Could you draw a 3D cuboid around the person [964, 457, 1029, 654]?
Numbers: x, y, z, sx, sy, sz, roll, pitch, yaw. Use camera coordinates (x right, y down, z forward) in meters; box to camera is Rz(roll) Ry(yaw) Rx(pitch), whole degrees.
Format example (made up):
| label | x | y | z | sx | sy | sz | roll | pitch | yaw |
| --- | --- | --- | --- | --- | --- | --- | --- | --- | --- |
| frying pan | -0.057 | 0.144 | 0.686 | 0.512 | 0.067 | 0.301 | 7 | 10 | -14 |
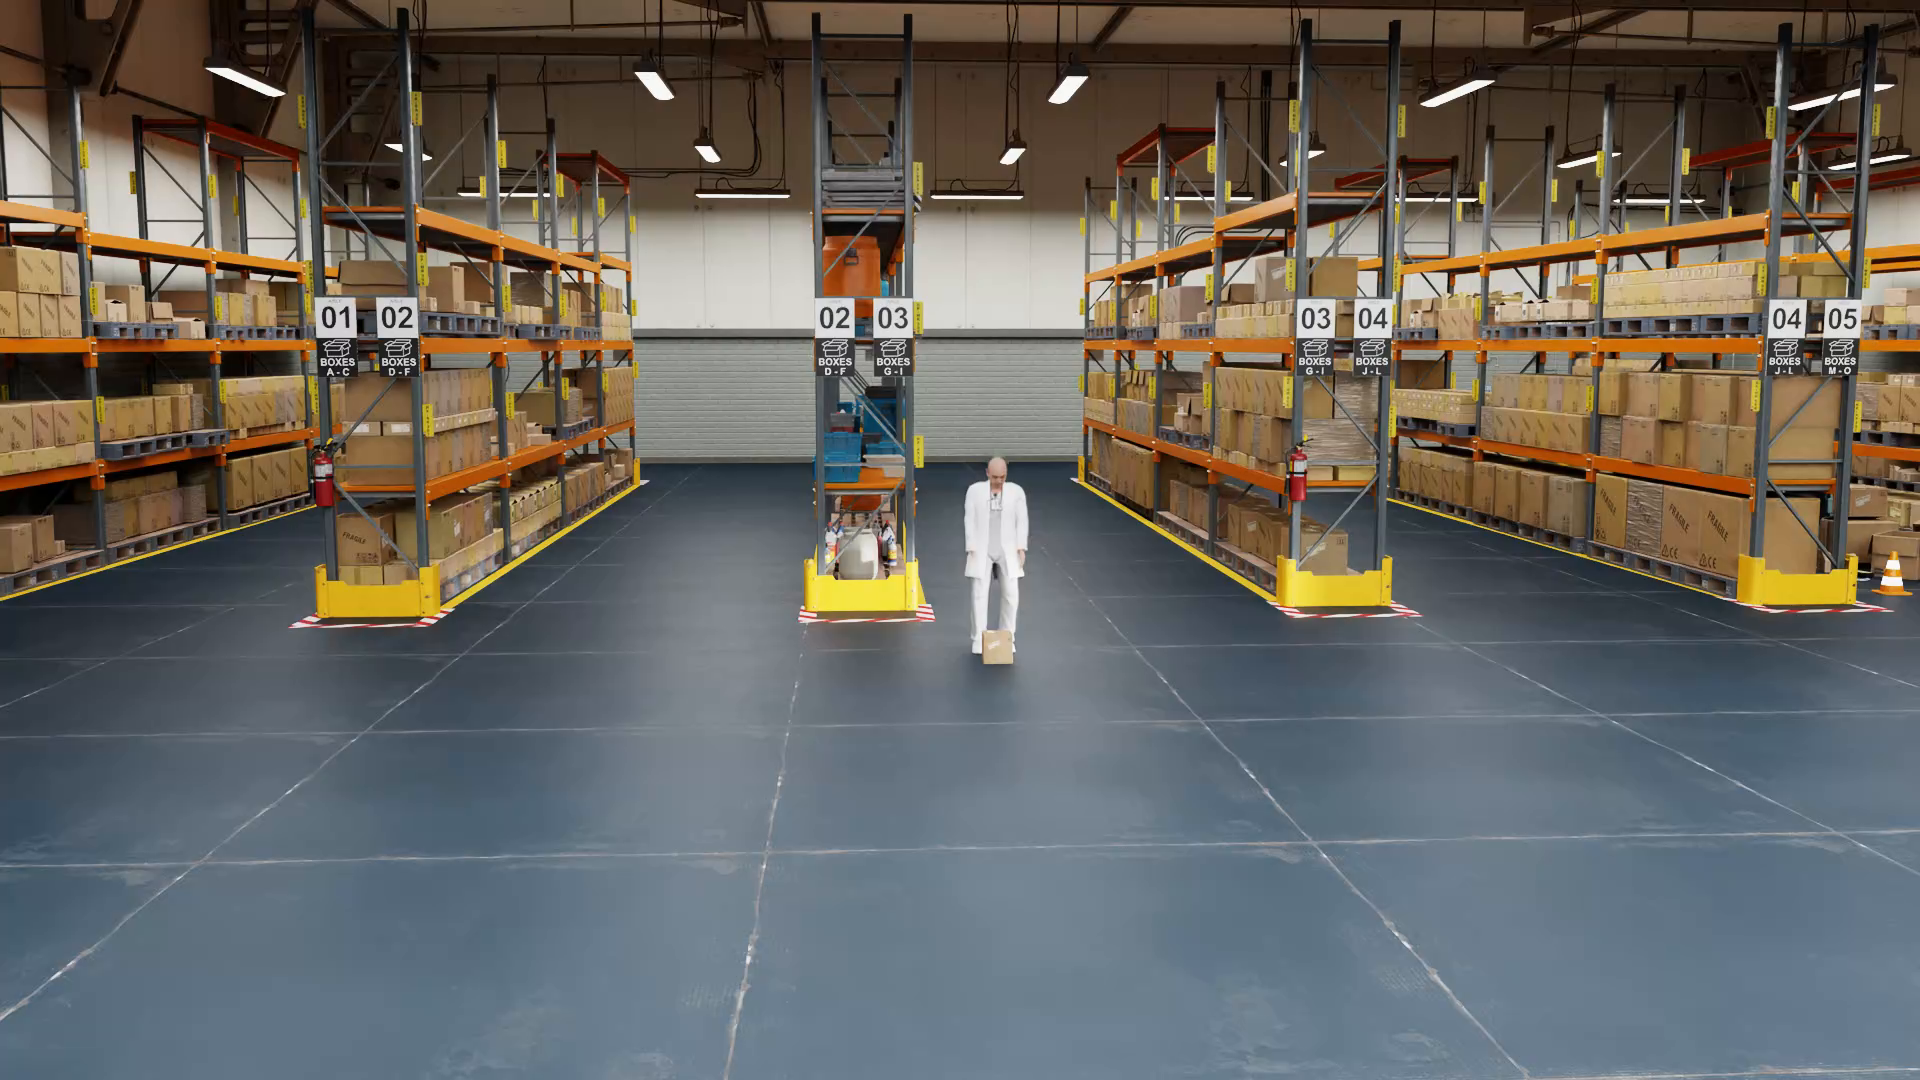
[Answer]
| label | x | y | z | sx | sy | sz | roll | pitch | yaw |
| --- | --- | --- | --- | --- | --- | --- | --- | --- | --- |
| person | 0.326 | 0.131 | 14.849 | 0.579 | 1.753 | 0.395 | 0 | 7 | -2 |
